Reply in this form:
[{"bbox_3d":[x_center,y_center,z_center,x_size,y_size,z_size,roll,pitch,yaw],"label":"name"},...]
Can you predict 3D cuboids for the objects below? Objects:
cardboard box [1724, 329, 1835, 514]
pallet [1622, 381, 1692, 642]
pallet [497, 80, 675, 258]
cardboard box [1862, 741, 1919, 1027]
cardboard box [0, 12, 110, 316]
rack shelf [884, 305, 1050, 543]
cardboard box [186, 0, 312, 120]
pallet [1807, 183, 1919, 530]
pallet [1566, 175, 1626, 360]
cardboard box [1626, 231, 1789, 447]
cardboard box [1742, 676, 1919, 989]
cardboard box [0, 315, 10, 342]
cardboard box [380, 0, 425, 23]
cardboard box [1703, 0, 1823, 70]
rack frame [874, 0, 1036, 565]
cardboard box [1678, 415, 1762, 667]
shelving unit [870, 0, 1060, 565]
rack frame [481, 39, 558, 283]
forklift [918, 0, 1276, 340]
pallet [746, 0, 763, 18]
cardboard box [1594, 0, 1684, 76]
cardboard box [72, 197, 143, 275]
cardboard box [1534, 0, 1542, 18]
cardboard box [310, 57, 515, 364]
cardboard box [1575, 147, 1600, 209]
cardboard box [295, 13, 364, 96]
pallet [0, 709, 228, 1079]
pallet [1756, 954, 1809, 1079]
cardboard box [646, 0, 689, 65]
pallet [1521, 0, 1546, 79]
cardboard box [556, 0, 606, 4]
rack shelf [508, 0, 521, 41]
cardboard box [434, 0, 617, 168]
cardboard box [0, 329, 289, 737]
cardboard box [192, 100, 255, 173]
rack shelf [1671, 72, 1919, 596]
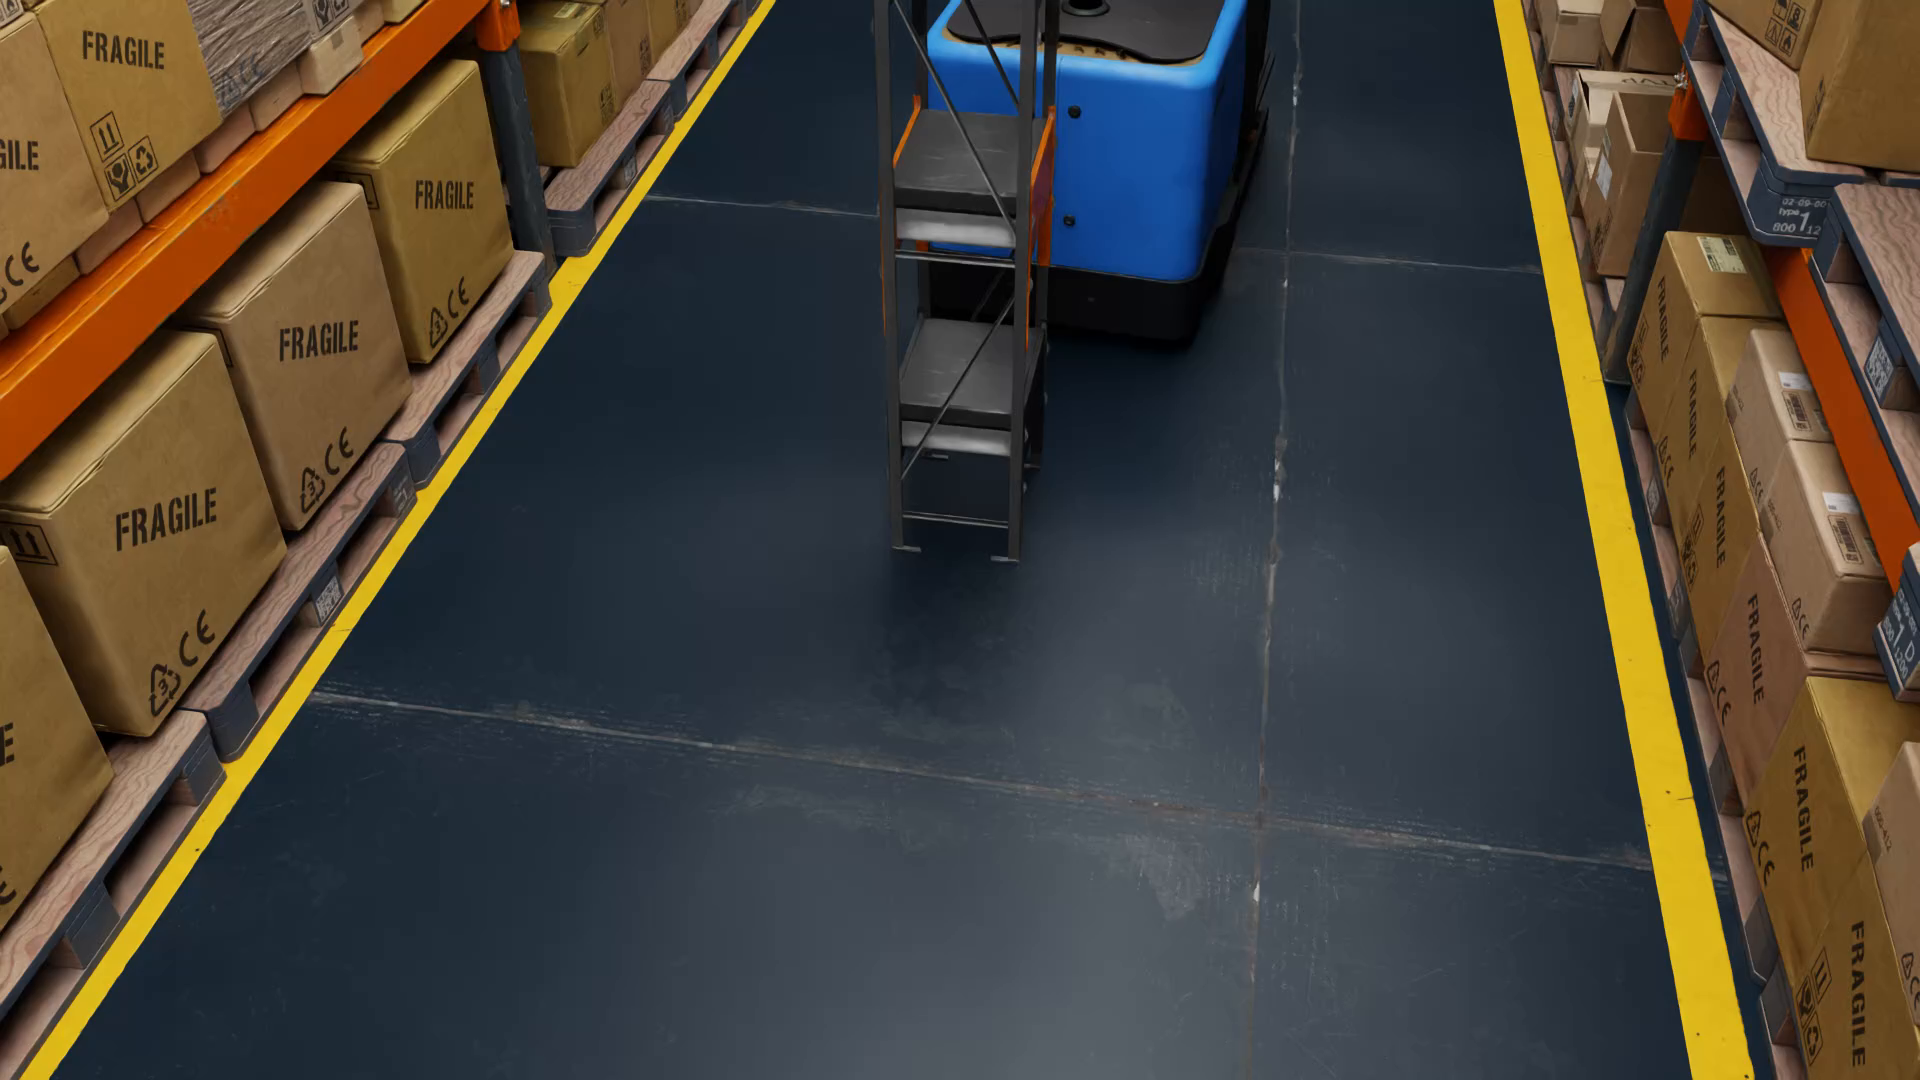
[{"bbox_3d":[2.299,-0.283,4.267,0.500,0.250,0.500,6,40,8],"label":"cardboard box"},{"bbox_3d":[2.693,-0.103,5.209,1.003,0.211,1.213,6,40,8],"label":"pallet"},{"bbox_3d":[-1.875,-1.630,7.056,1.003,0.211,1.213,6,40,8],"label":"pallet"},{"bbox_3d":[2.040,0.674,3.109,0.500,0.250,0.500,8,40,9],"label":"cardboard box"},{"bbox_3d":[-2.253,-0.802,3.539,0.500,0.500,0.500,6,40,7],"label":"cardboard box"},{"bbox_3d":[0.029,-0.363,5.161,0.431,0.518,0.480,6,40,8],"label":"rack shelf"},{"bbox_3d":[-2.089,-1.444,4.315,0.500,0.500,0.500,6,40,8],"label":"cardboard box"},{"bbox_3d":[2.436,-0.329,3.445,1.003,0.211,1.213,6,40,8],"label":"pallet"},{"bbox_3d":[2.916,-1.049,6.353,1.003,0.211,1.213,6,40,8],"label":"pallet"},{"bbox_3d":[2.473,-0.622,5.265,0.500,0.500,0.500,5,40,6],"label":"cardboard box"},{"bbox_3d":[2.125,0.674,3.697,0.500,0.500,0.500,5,40,6],"label":"cardboard box"},{"bbox_3d":[-2.350,-0.468,3.643,0.380,0.149,0.250,7,40,9],"label":"cardboard box"},{"bbox_3d":[-1.883,-1.743,5.185,0.380,0.149,0.250,7,40,8],"label":"cardboard box"},{"bbox_3d":[2.494,-1.620,4.447,0.700,0.500,0.500,-6,40,-7],"label":"cardboard box"},{"bbox_3d":[-0.014,-0.760,4.521,0.400,2.100,0.015,6,40,8],"label":"rack frame"},{"bbox_3d":[2.297,0.027,4.480,0.500,0.500,0.500,7,40,8],"label":"cardboard box"},{"bbox_3d":[0.029,-0.913,4.707,0.431,2.100,0.503,6,40,8],"label":"shelving unit"},{"bbox_3d":[-2.083,-2.236,5.601,1.000,3.000,0.127,6,40,8],"label":"rack frame"},{"bbox_3d":[0.733,-2.798,6.334,1.130,2.935,3.031,10,41,12],"label":"forklift"},{"bbox_3d":[-1.452,-3.161,8.908,1.003,0.211,1.213,6,40,8],"label":"pallet"},{"bbox_3d":[3.116,-2.079,7.025,0.797,0.503,0.637,6,40,8],"label":"cardboard box"},{"bbox_3d":[-2.236,-0.782,4.023,0.380,0.149,0.250,7,40,8],"label":"cardboard box"},{"bbox_3d":[3.028,-2.689,7.961,0.500,0.250,0.500,6,40,8],"label":"cardboard box"},{"bbox_3d":[-2.068,-1.147,5.641,0.750,0.750,0.750,7,40,8],"label":"cardboard box"},{"bbox_3d":[2.621,-1.394,6.474,0.380,0.149,0.250,6,40,8],"label":"cardboard box"},{"bbox_3d":[-1.960,-1.413,4.786,0.380,0.149,0.250,6,40,8],"label":"cardboard box"},{"bbox_3d":[-2.565,0.862,4.041,1.003,0.211,1.213,6,40,8],"label":"pallet"},{"bbox_3d":[2.270,1.428,3.357,1.003,0.211,1.213,6,40,8],"label":"pallet"},{"bbox_3d":[-1.672,-2.530,7.588,0.700,0.500,0.500,7,40,9],"label":"cardboard box"},{"bbox_3d":[3.338,-2.580,8.205,1.003,0.211,1.213,6,40,8],"label":"pallet"},{"bbox_3d":[-1.614,-2.338,6.846,0.380,0.149,0.250,8,40,9],"label":"cardboard box"},{"bbox_3d":[-1.737,-3.214,7.348,1.077,0.370,4.000,6,40,8],"label":"rack shelf"},{"bbox_3d":[-1.853,-1.893,6.817,0.700,0.500,0.500,7,40,8],"label":"cardboard box"},{"bbox_3d":[-2.361,-0.055,4.320,0.750,0.750,0.750,6,40,7],"label":"cardboard box"},{"bbox_3d":[-2.126,-1.111,4.422,0.380,0.149,0.250,5,40,6],"label":"cardboard box"},{"bbox_3d":[2.450,-0.160,3.654,1.077,0.370,4.000,6,40,8],"label":"rack shelf"}]
